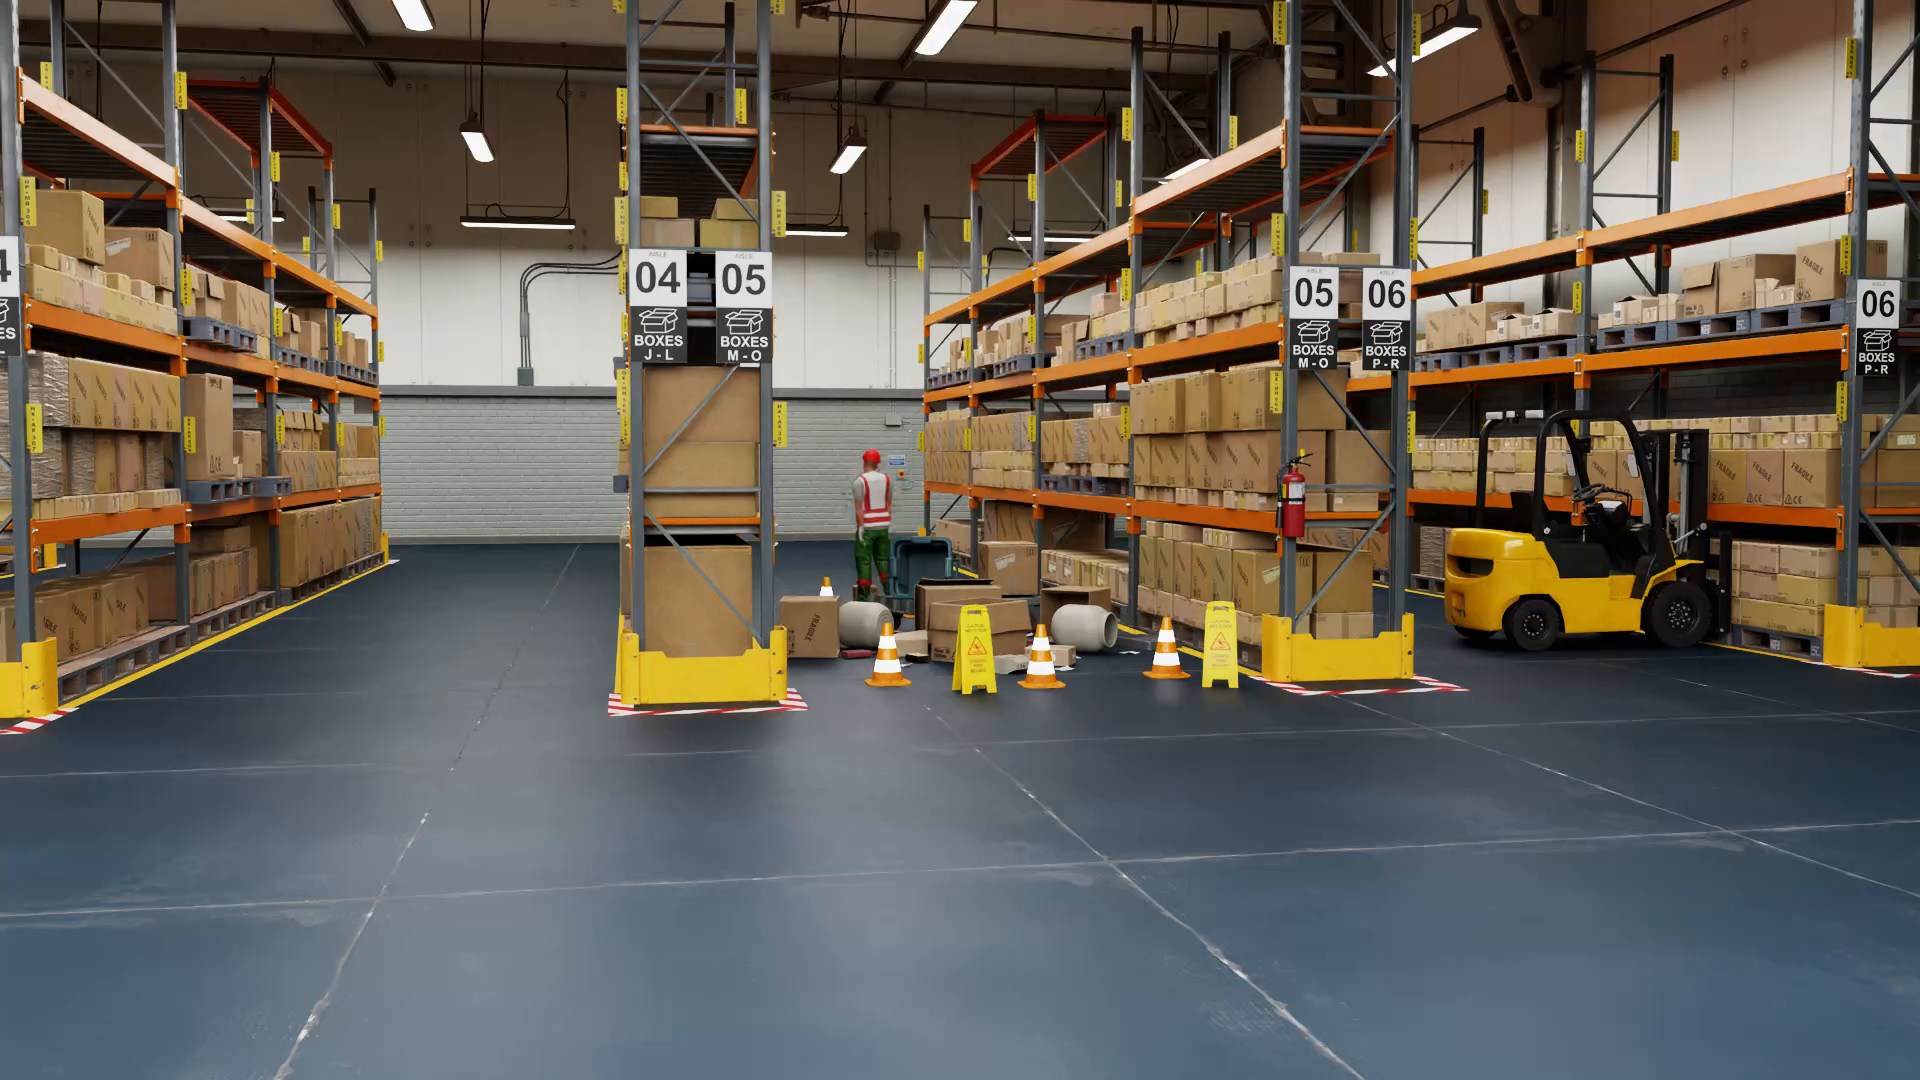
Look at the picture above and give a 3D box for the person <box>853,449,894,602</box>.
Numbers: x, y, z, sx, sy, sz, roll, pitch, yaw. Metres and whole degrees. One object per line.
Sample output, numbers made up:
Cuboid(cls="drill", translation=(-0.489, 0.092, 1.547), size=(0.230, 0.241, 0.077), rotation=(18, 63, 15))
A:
Cuboid(cls="person", translation=(-0.978, -0.114, 18.449), size=(0.539, 1.794, 0.413), rotation=(-2, 4, -38))
